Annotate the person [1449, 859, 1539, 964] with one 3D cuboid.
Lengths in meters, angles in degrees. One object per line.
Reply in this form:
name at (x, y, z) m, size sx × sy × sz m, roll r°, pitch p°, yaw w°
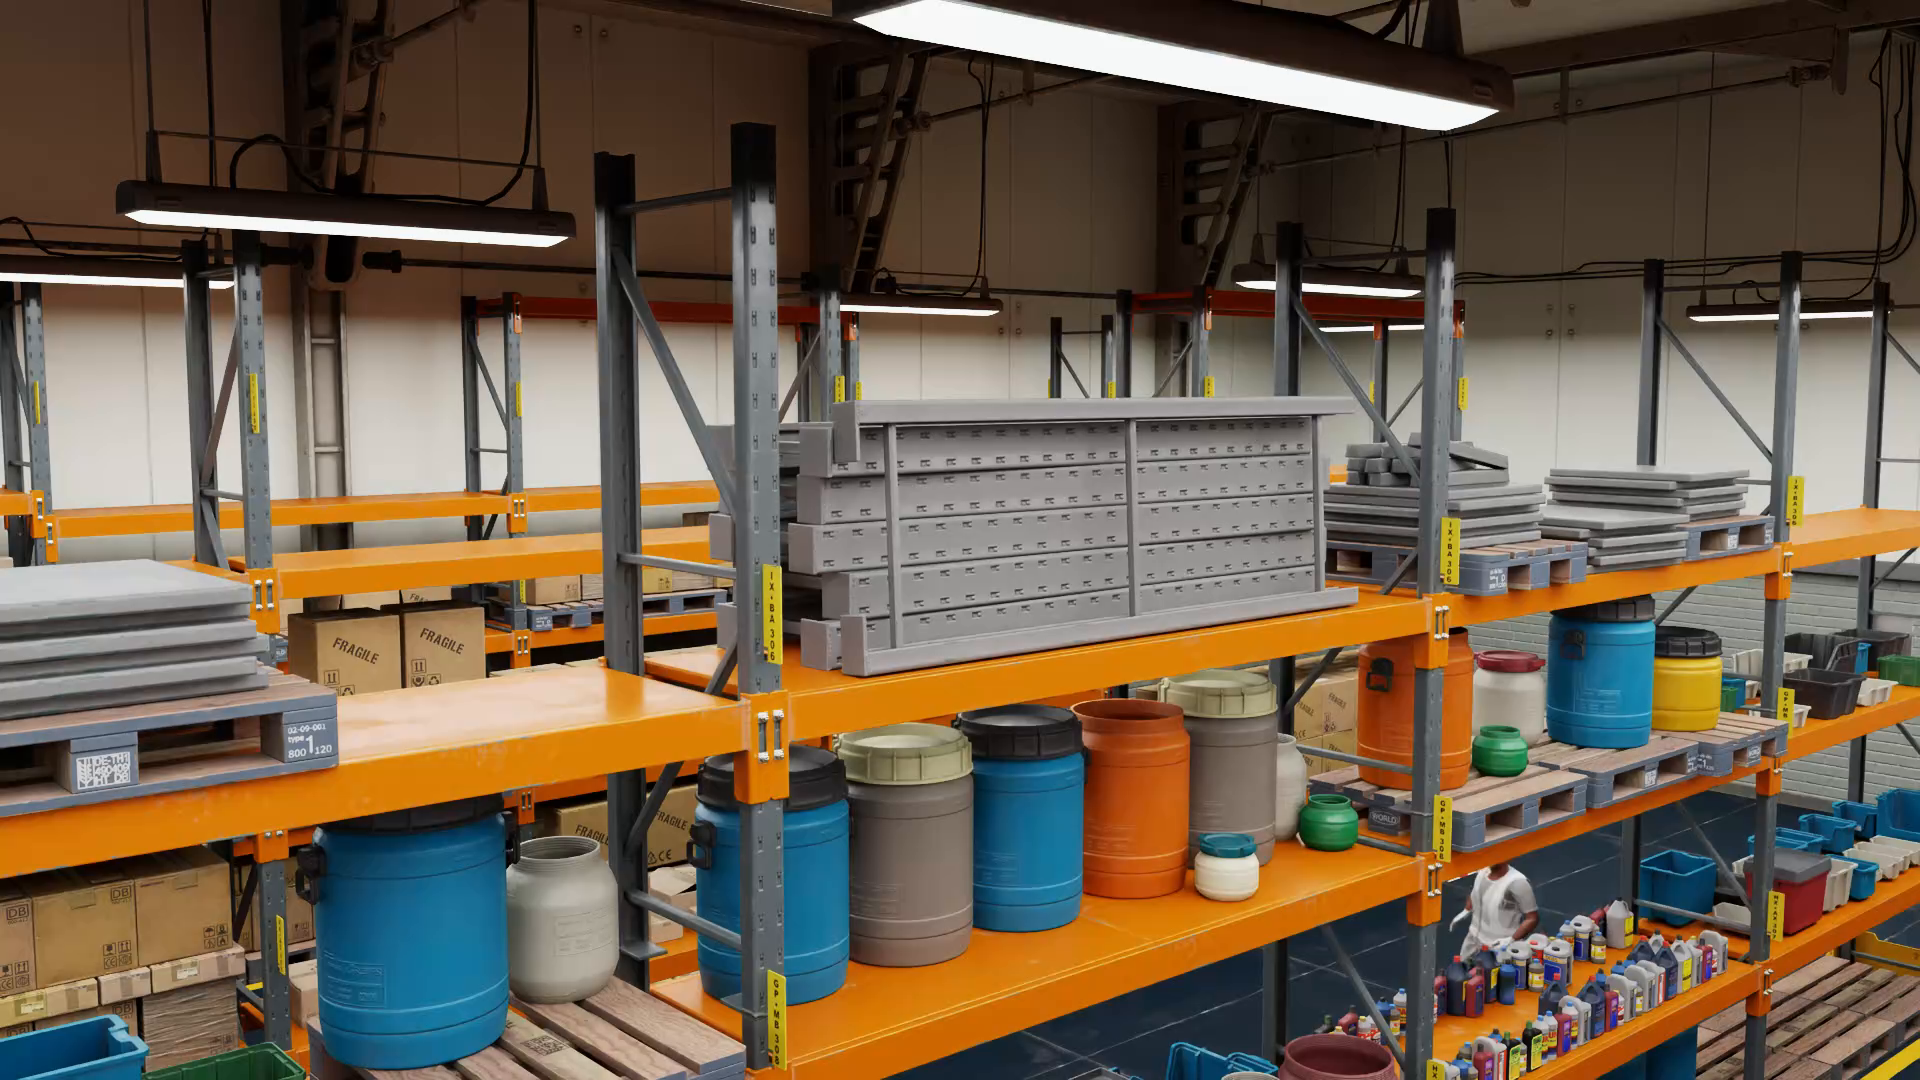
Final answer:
person at (4.183, 3.092, 12.926) m, size 0.566 × 1.706 × 0.732 m, roll -2°, pitch 6°, yaw -18°
